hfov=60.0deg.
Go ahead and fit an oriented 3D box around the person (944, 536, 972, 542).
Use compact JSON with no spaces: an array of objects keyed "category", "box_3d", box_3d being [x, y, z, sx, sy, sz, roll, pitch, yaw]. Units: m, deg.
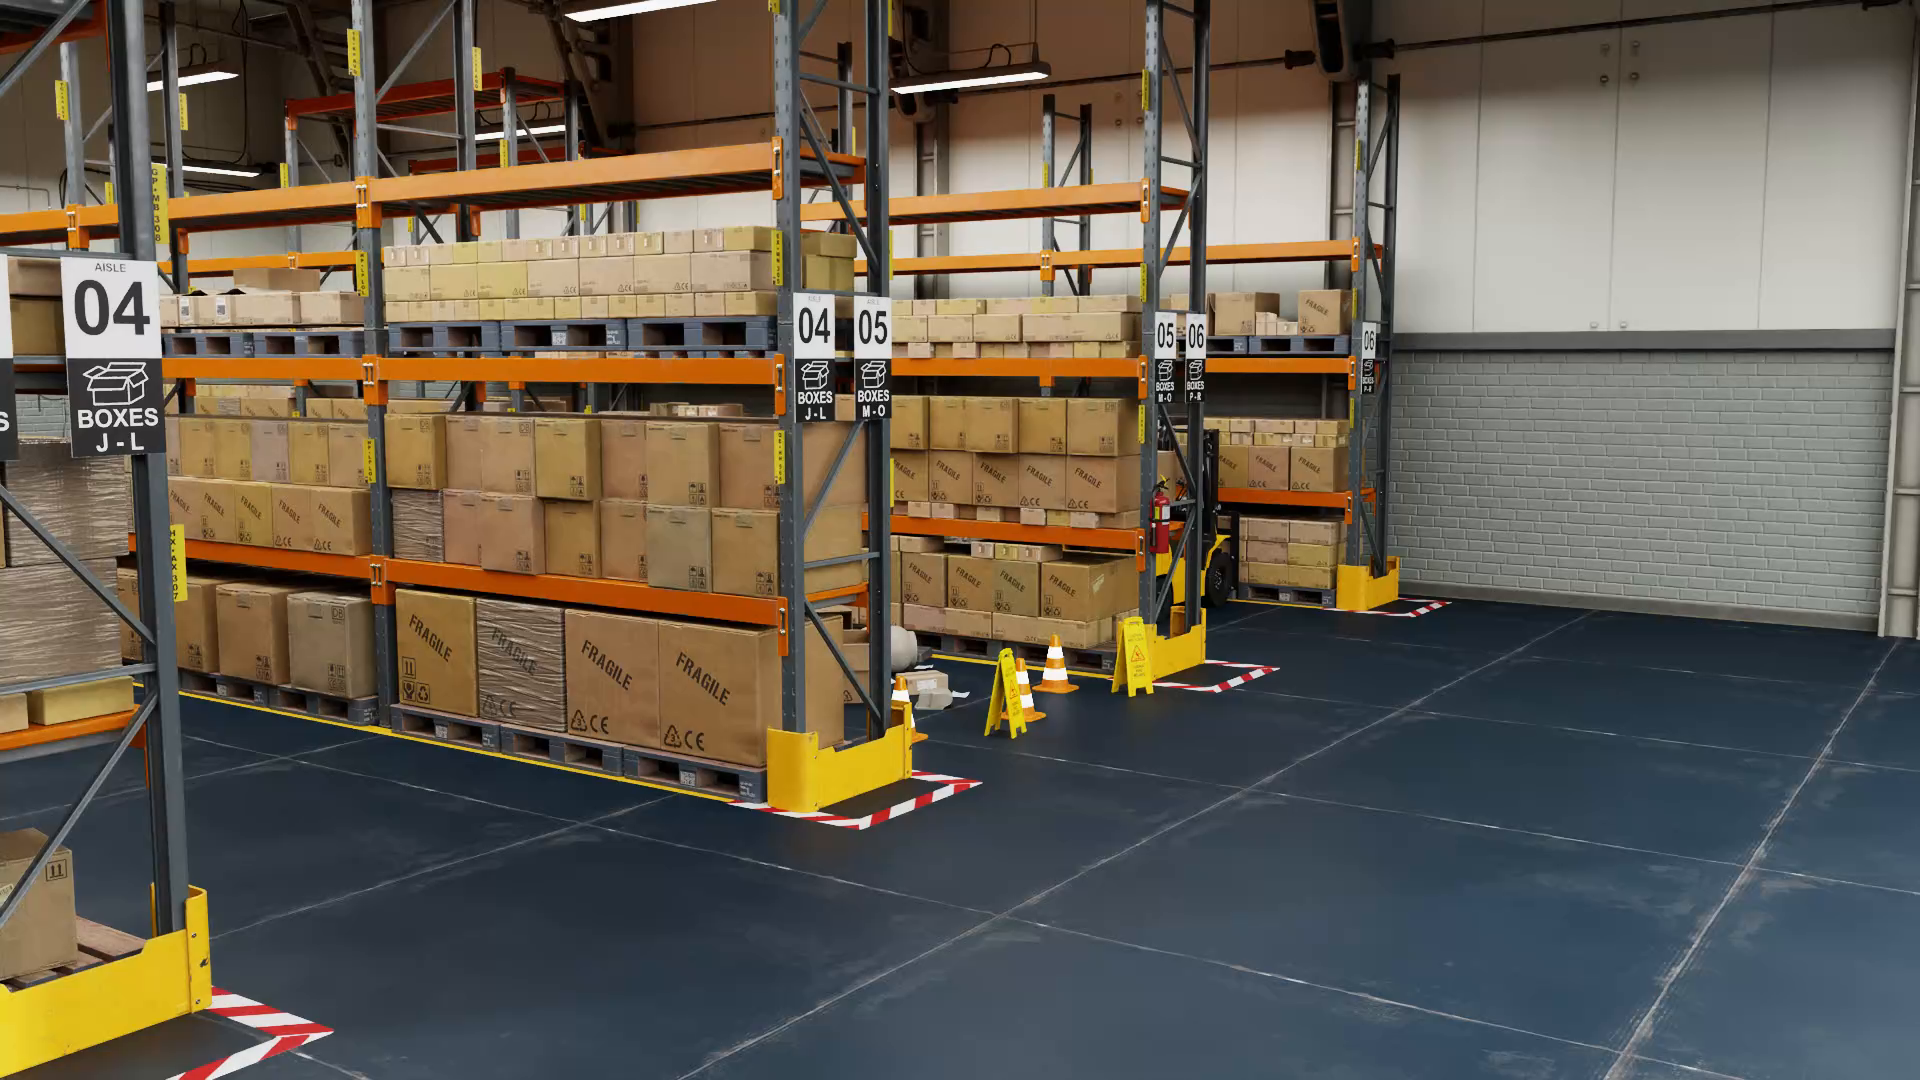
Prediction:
[{"category":"person","box_3d":[-0.130,-0.130,18.842,0.617,1.774,0.450,4,7,34]}]
